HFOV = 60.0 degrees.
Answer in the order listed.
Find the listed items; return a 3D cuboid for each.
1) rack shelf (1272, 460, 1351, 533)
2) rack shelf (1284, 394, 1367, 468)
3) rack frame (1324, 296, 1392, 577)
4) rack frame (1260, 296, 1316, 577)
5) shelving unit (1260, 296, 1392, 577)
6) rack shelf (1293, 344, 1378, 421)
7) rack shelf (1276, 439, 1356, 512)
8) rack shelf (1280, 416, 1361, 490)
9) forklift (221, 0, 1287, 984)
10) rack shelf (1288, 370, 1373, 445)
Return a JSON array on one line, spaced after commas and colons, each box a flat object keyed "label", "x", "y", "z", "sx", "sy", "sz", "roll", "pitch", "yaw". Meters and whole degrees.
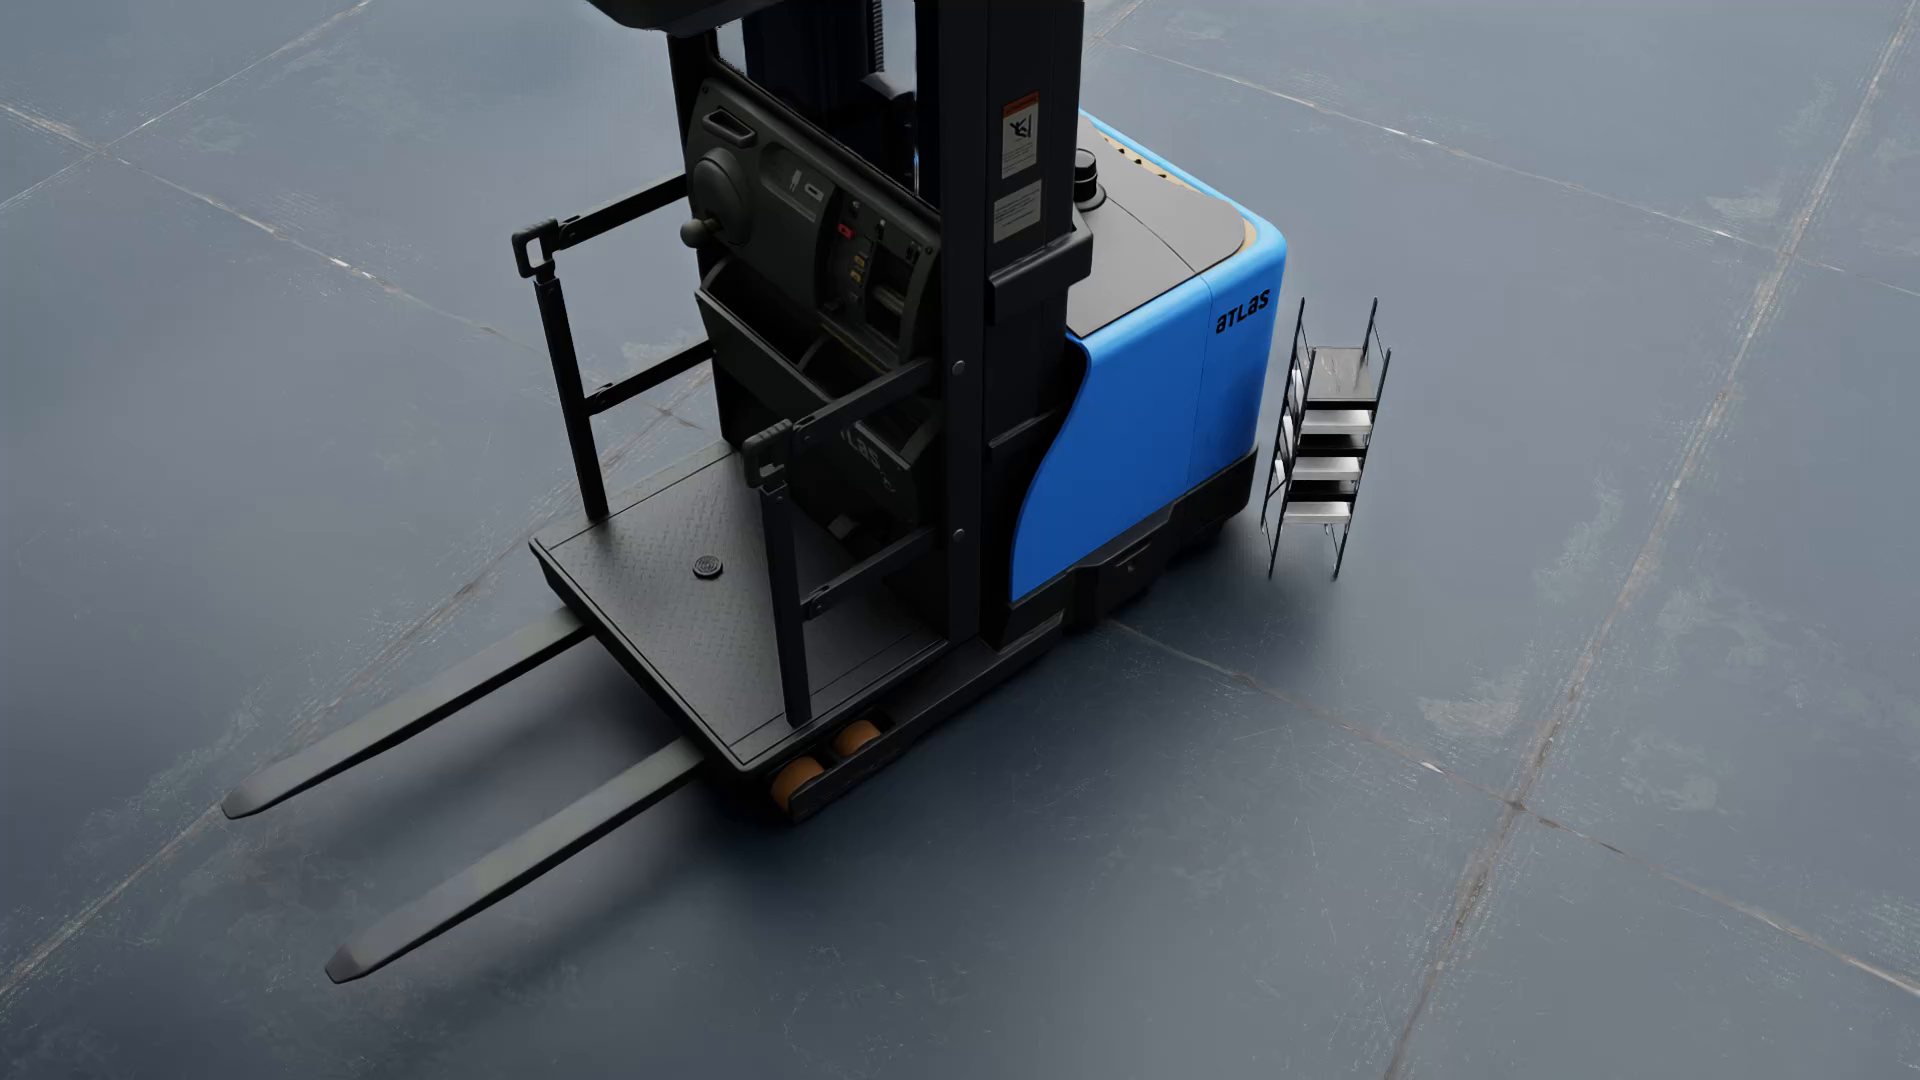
[{"label": "rack shelf", "x": 1.063, "y": -0.135, "z": 5.055, "sx": 0.200, "sy": 0.077, "sz": 0.258, "roll": 0, "pitch": 46, "yaw": 0}, {"label": "rack shelf", "x": 1.063, "y": -0.324, "z": 4.861, "sx": 0.200, "sy": 0.077, "sz": 0.258, "roll": 0, "pitch": 46, "yaw": 0}, {"label": "rack frame", "x": 1.165, "y": -0.284, "z": 4.901, "sx": 0.006, "sy": 0.900, "sz": 0.240, "roll": 0, "pitch": 46, "yaw": 0}, {"label": "rack frame", "x": 0.961, "y": -0.284, "z": 4.902, "sx": 0.006, "sy": 0.900, "sz": 0.240, "roll": 0, "pitch": 46, "yaw": 0}, {"label": "shelving unit", "x": 1.063, "y": -0.284, "z": 4.902, "sx": 0.210, "sy": 0.900, "sz": 0.258, "roll": 0, "pitch": 46, "yaw": 0}, {"label": "rack shelf", "x": 1.063, "y": -0.449, "z": 4.732, "sx": 0.200, "sy": 0.077, "sz": 0.258, "roll": 0, "pitch": 46, "yaw": 0}, {"label": "rack shelf", "x": 1.063, "y": -0.198, "z": 4.990, "sx": 0.200, "sy": 0.077, "sz": 0.258, "roll": 0, "pitch": 46, "yaw": 0}, {"label": "rack shelf", "x": 1.063, "y": -0.261, "z": 4.925, "sx": 0.200, "sy": 0.077, "sz": 0.258, "roll": 0, "pitch": 46, "yaw": 0}, {"label": "forklift", "x": -0.531, "y": -0.700, "z": 3.889, "sx": 3.031, "sy": 2.935, "sz": 1.130, "roll": -31, "pitch": 53, "yaw": -27}, {"label": "rack shelf", "x": 1.063, "y": -0.386, "z": 4.796, "sx": 0.200, "sy": 0.077, "sz": 0.258, "roll": 0, "pitch": 46, "yaw": 0}]
